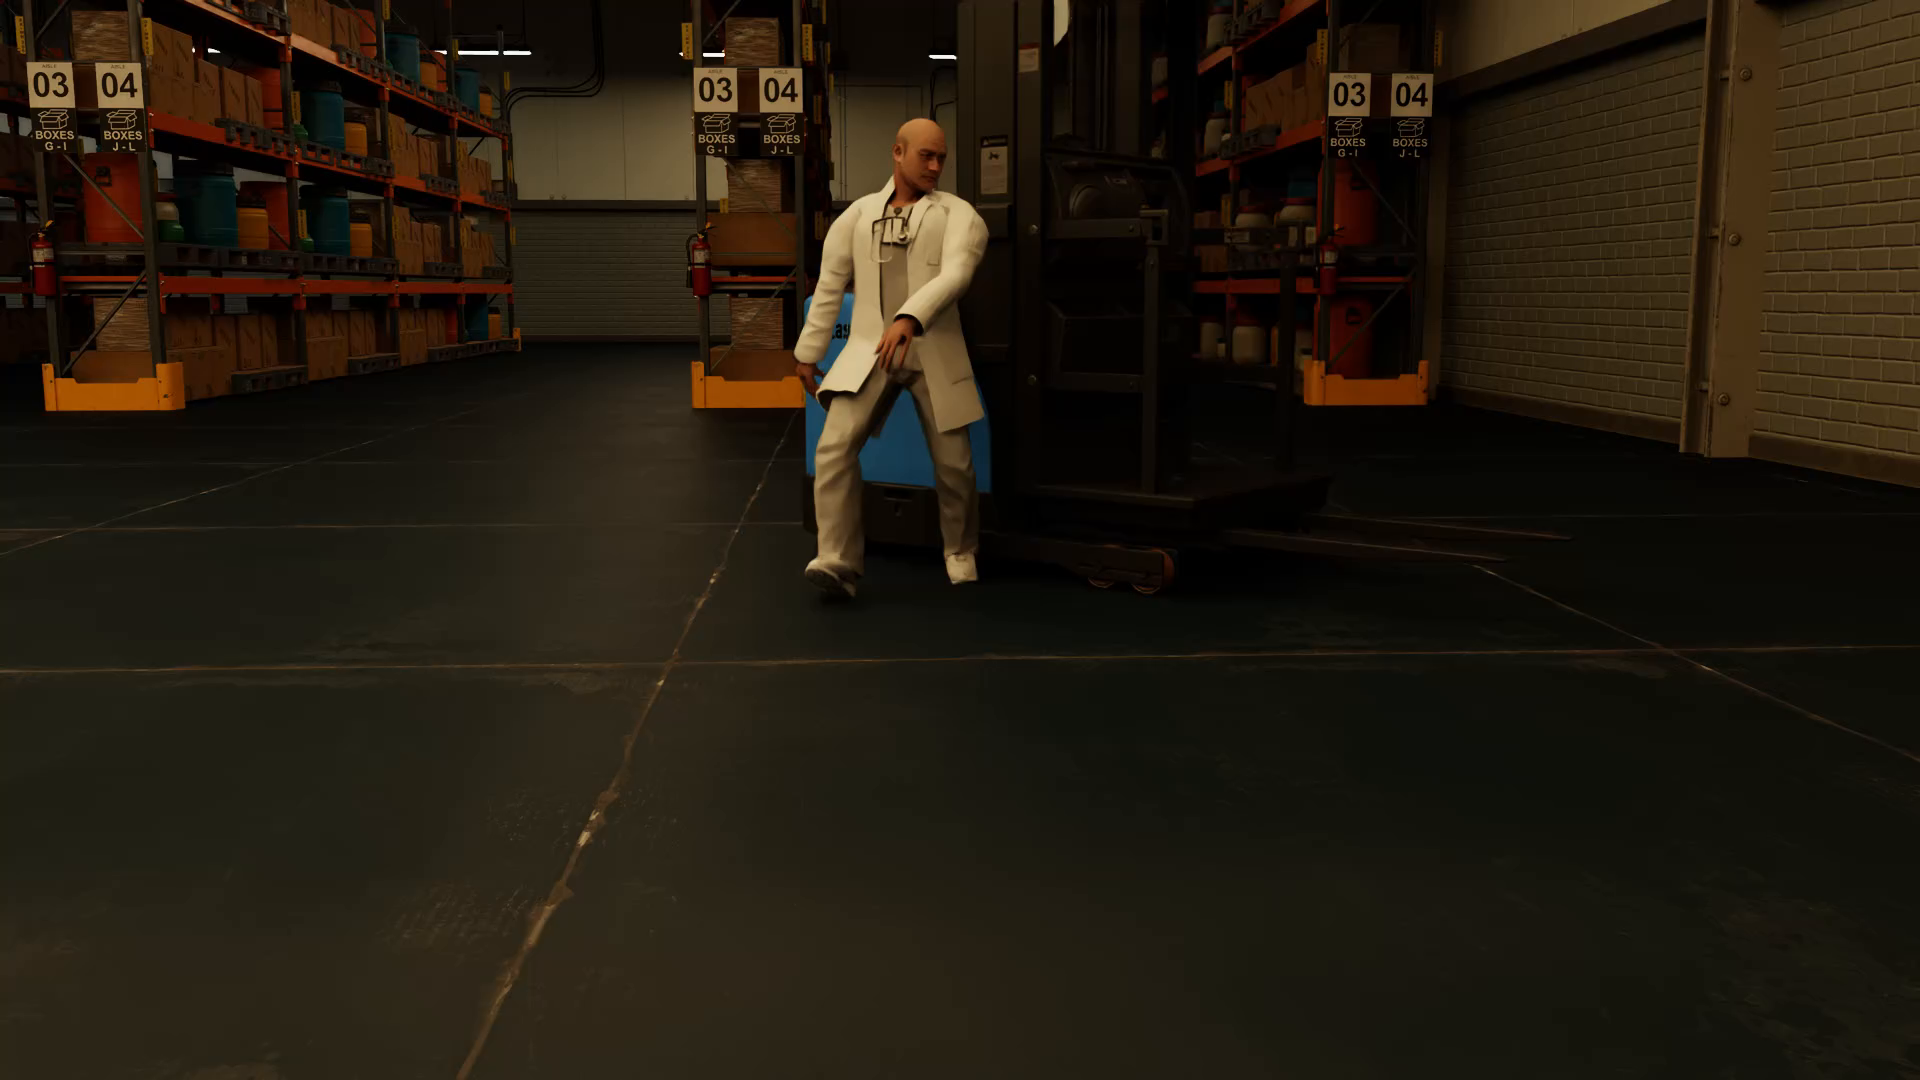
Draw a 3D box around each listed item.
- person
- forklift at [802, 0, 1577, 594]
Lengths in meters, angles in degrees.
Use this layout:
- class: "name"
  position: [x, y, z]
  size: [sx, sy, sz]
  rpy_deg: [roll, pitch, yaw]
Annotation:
- class: "person"
  position: [-0.265, -0.647, 5.998]
  size: [0.739, 1.712, 0.927]
  rpy_deg: [1, 9, 9]
- class: "forklift"
  position: [0.790, -1.341, 6.362]
  size: [3.031, 2.935, 1.130]
  rpy_deg: [7, 11, 39]
